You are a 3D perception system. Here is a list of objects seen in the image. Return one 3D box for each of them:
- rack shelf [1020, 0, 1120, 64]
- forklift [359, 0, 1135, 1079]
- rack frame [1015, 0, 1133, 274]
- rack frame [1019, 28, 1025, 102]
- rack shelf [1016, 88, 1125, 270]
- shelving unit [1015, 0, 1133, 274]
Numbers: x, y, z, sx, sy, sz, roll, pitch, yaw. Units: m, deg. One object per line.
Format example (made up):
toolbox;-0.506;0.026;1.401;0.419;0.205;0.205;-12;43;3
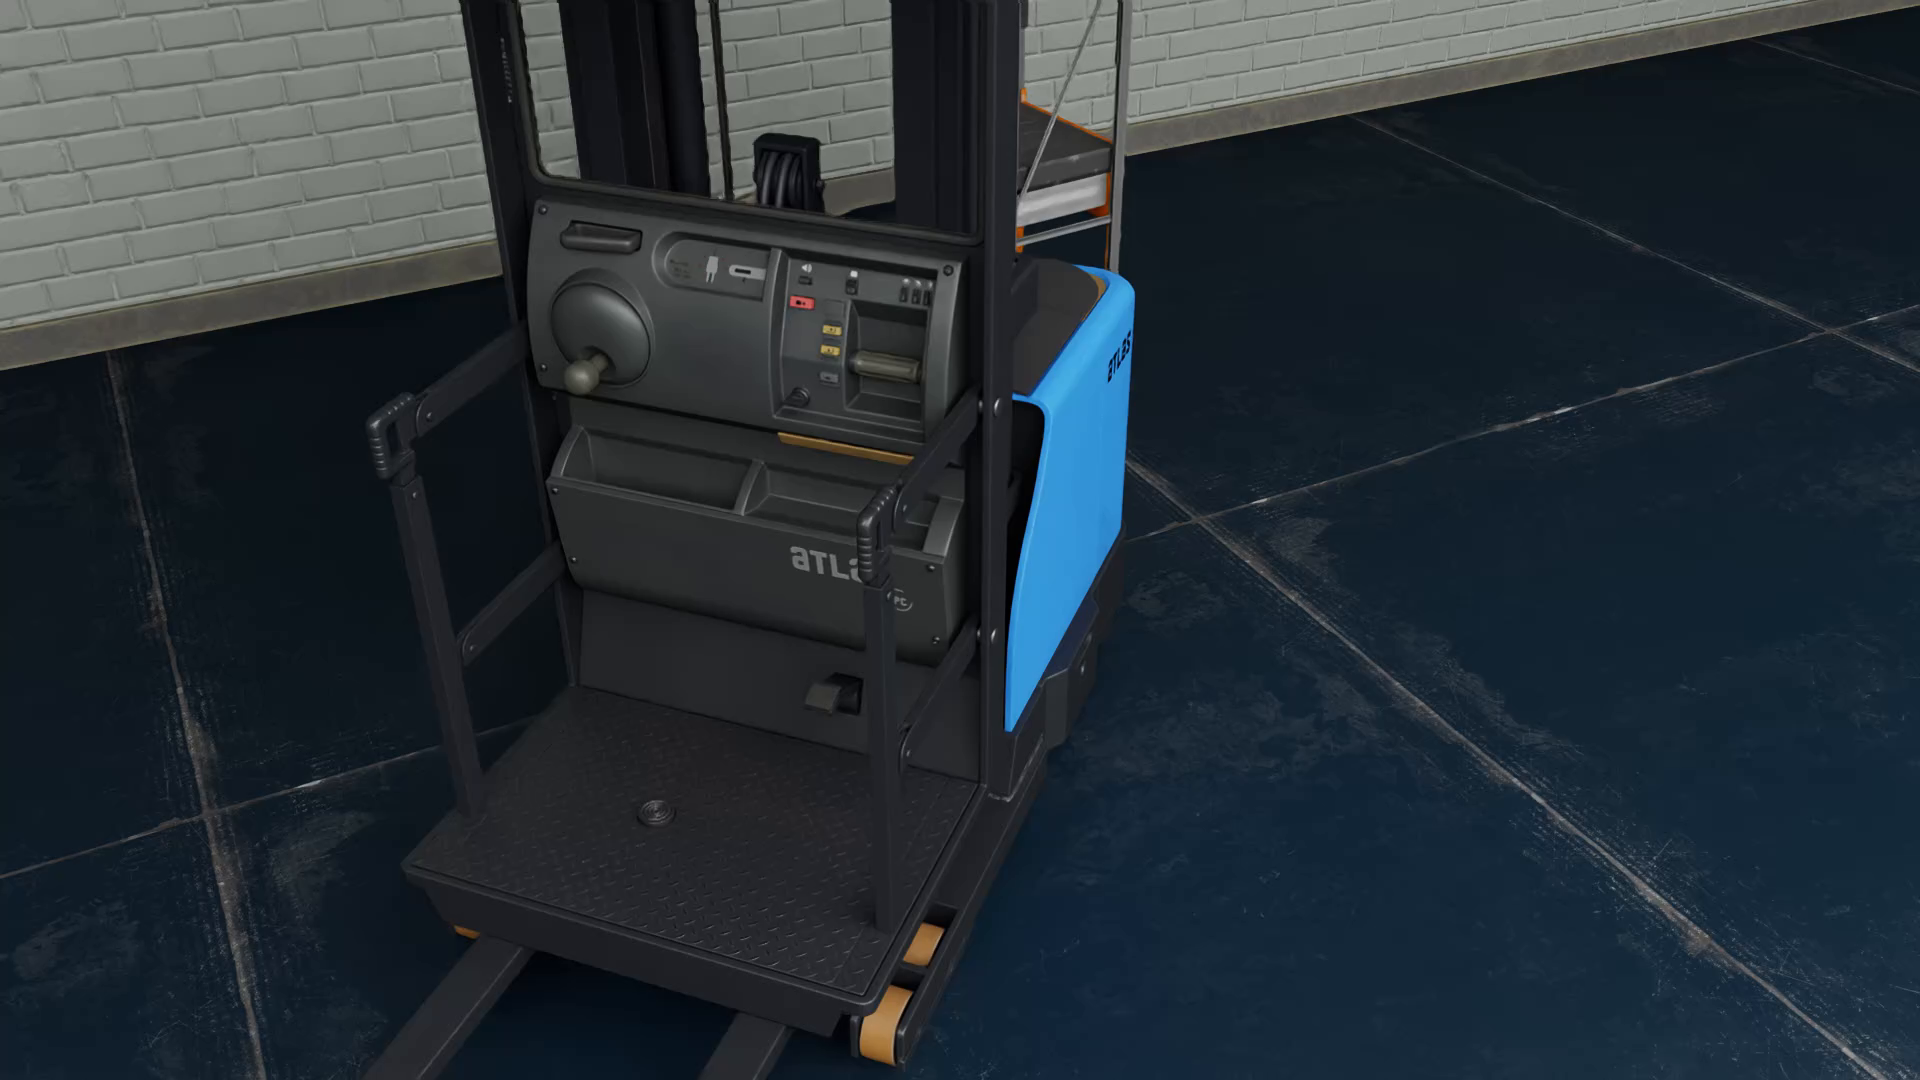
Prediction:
rack shelf;0.154;-1.547;4.446;0.431;0.518;0.480;-20;37;-28
forklift;-0.515;-0.380;3.127;1.130;2.935;3.031;11;34;17
rack frame;0.288;-0.859;4.645;0.400;2.100;0.015;-20;37;-28
rack frame;0.020;-1.079;4.988;0.400;2.100;0.015;-20;37;-28
rack shelf;0.154;-0.958;4.824;0.431;0.518;0.480;-20;37;-28
shelving unit;0.154;-0.969;4.817;0.431;2.100;0.503;-20;37;-28
